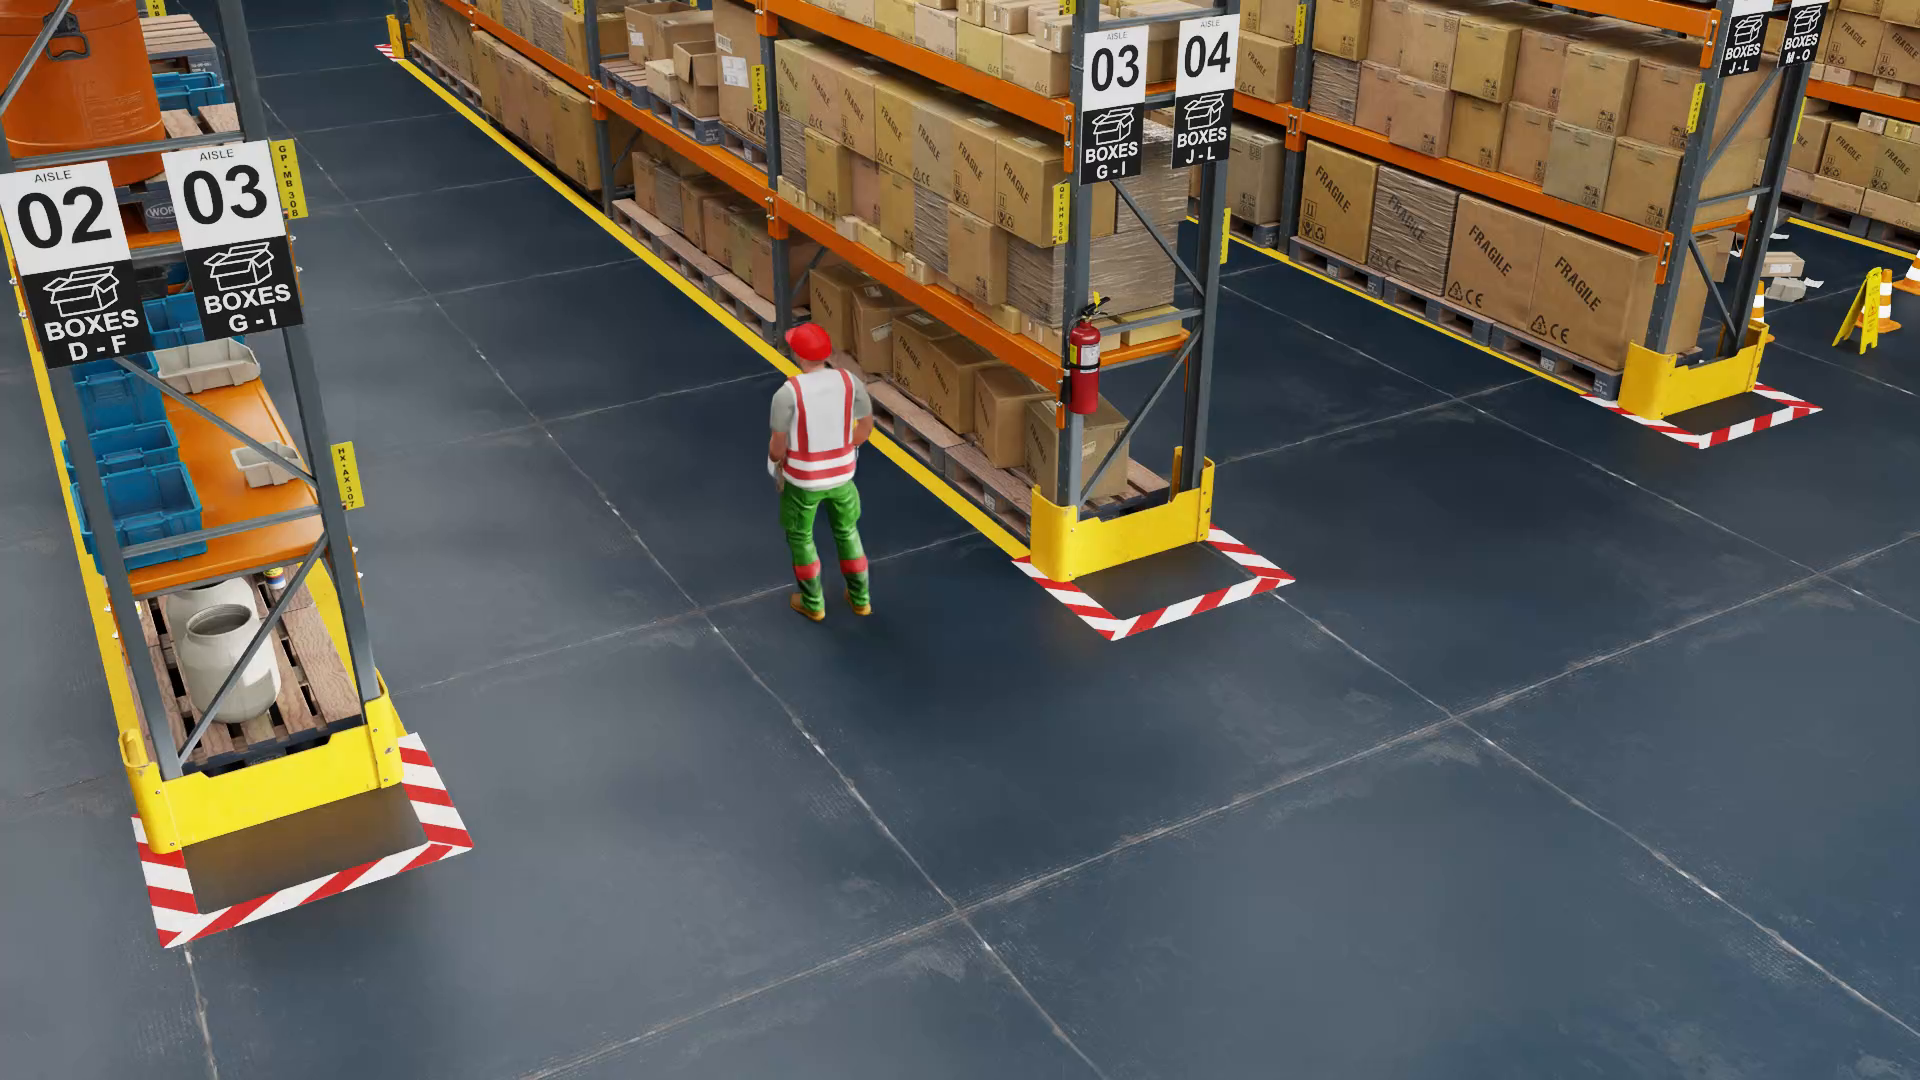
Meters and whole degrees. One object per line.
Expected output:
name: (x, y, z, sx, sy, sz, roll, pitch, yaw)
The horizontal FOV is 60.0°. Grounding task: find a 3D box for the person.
person: (-0.779, -0.379, 9.238, 0.593, 1.782, 0.415, -12, 31, -21)
